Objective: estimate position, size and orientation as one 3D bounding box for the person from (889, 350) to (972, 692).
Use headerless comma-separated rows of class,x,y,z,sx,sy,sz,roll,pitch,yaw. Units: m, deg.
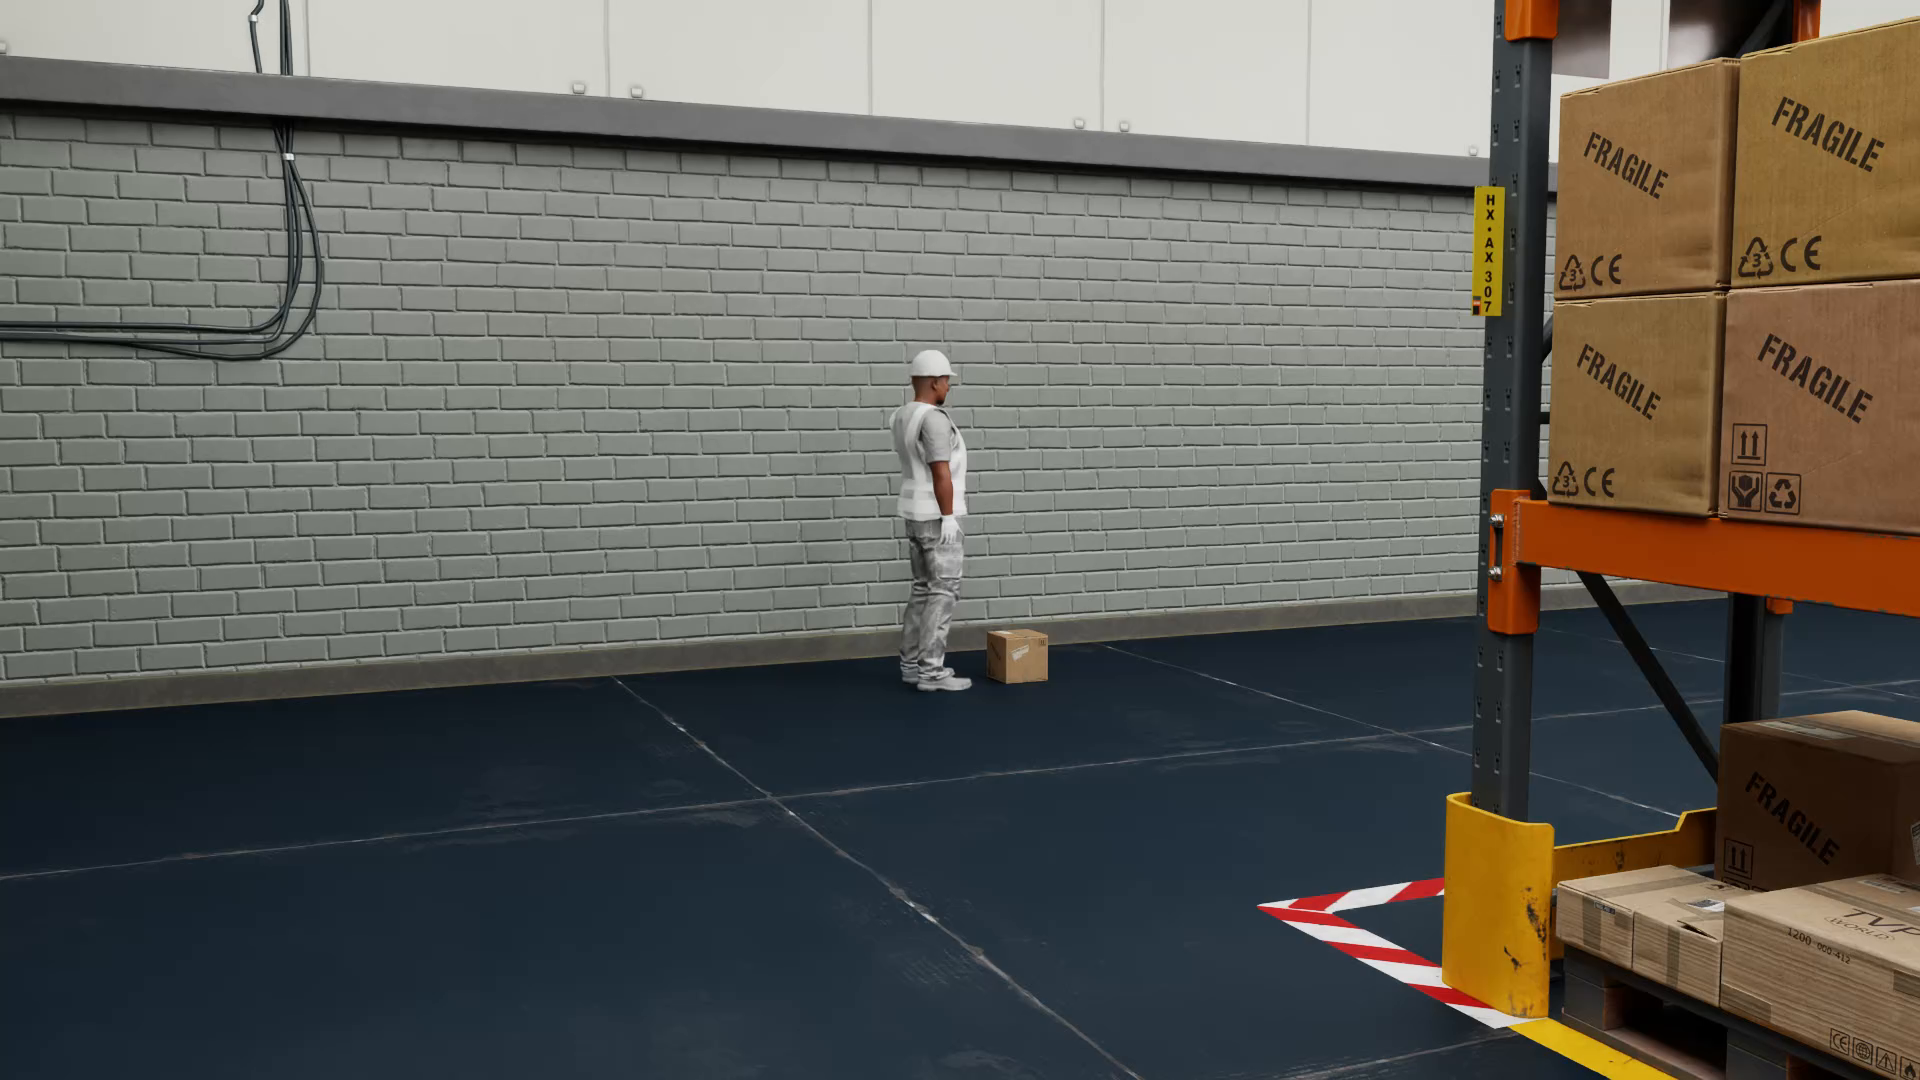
person,-0.154,-0.108,8.815,0.357,1.783,0.547,-2,6,-22
